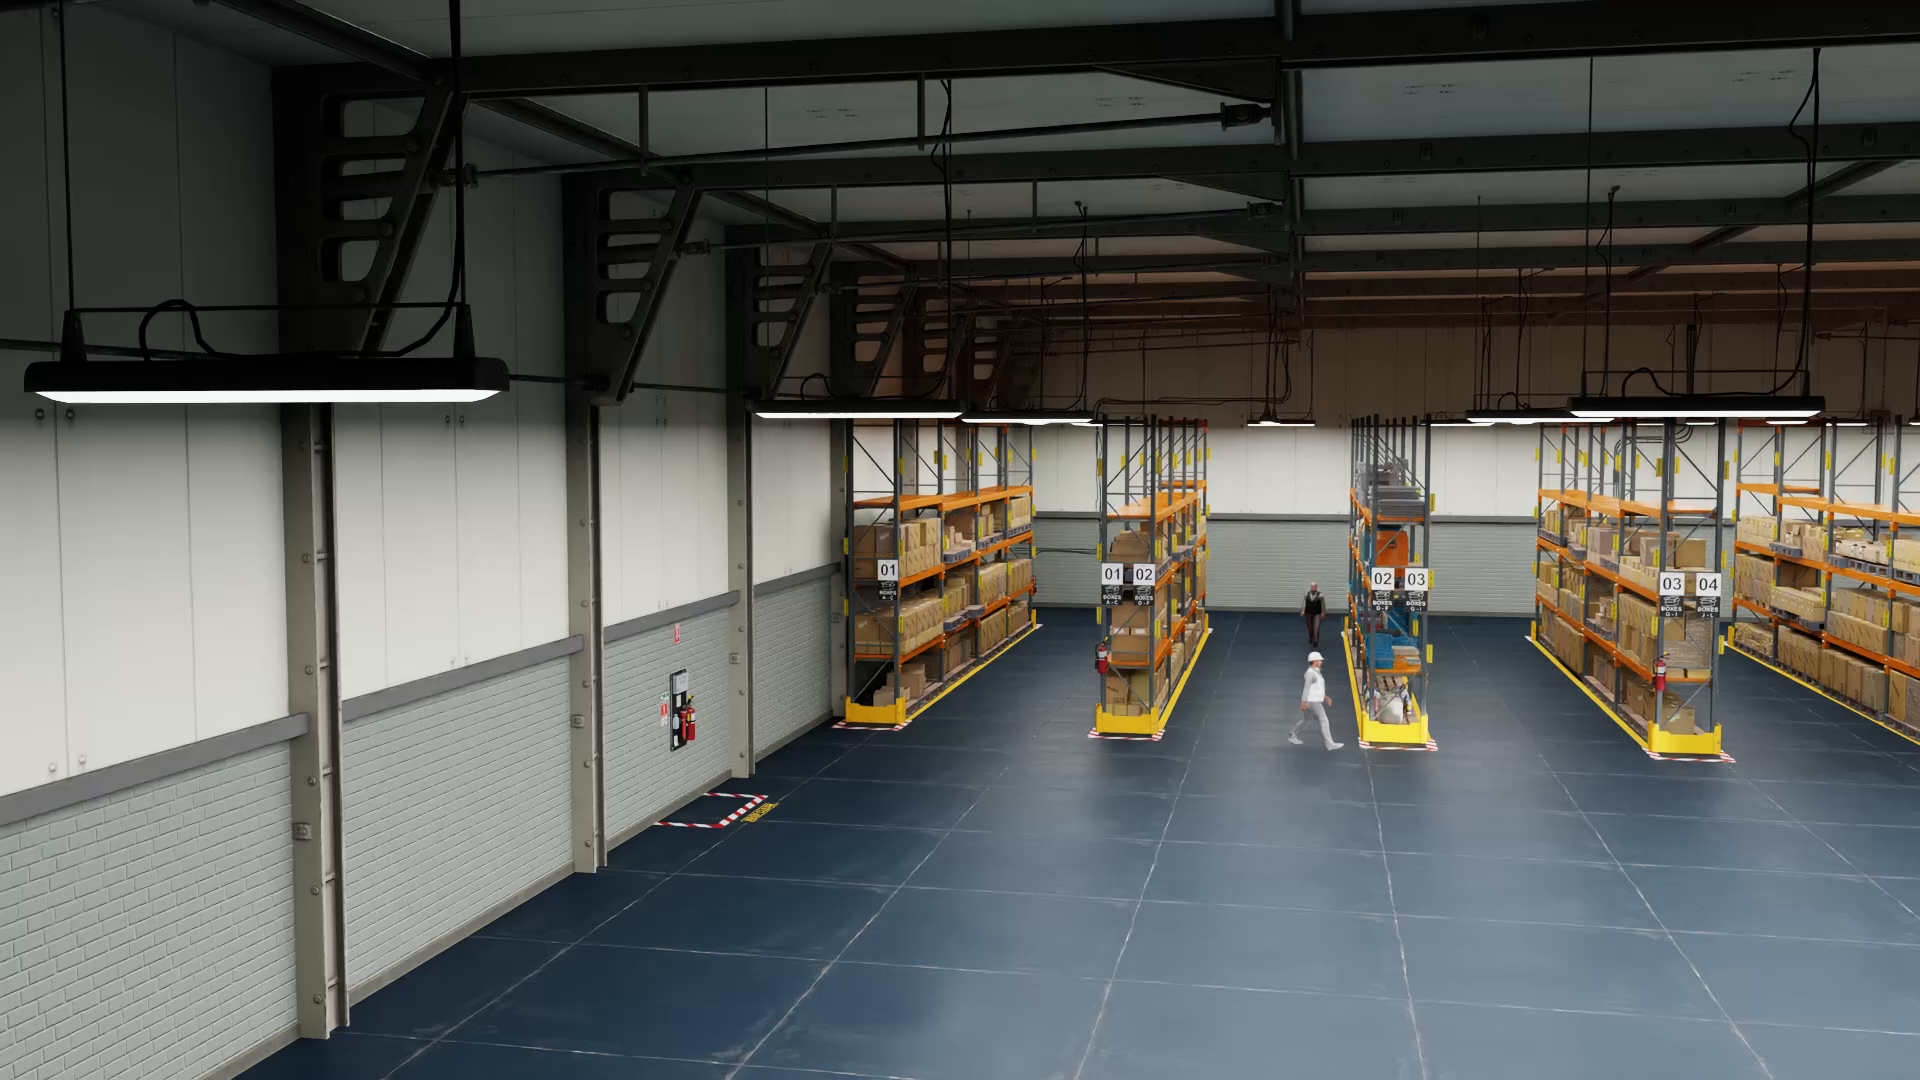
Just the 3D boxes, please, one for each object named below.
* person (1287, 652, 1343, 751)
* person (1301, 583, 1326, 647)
[{"bbox_3d":[6.377,2.878,29.867,1.000,1.729,0.604,1,4,13],"label":"person"},{"bbox_3d":[9.305,1.955,43.797,0.620,1.661,1.069,1,4,16],"label":"person"}]
